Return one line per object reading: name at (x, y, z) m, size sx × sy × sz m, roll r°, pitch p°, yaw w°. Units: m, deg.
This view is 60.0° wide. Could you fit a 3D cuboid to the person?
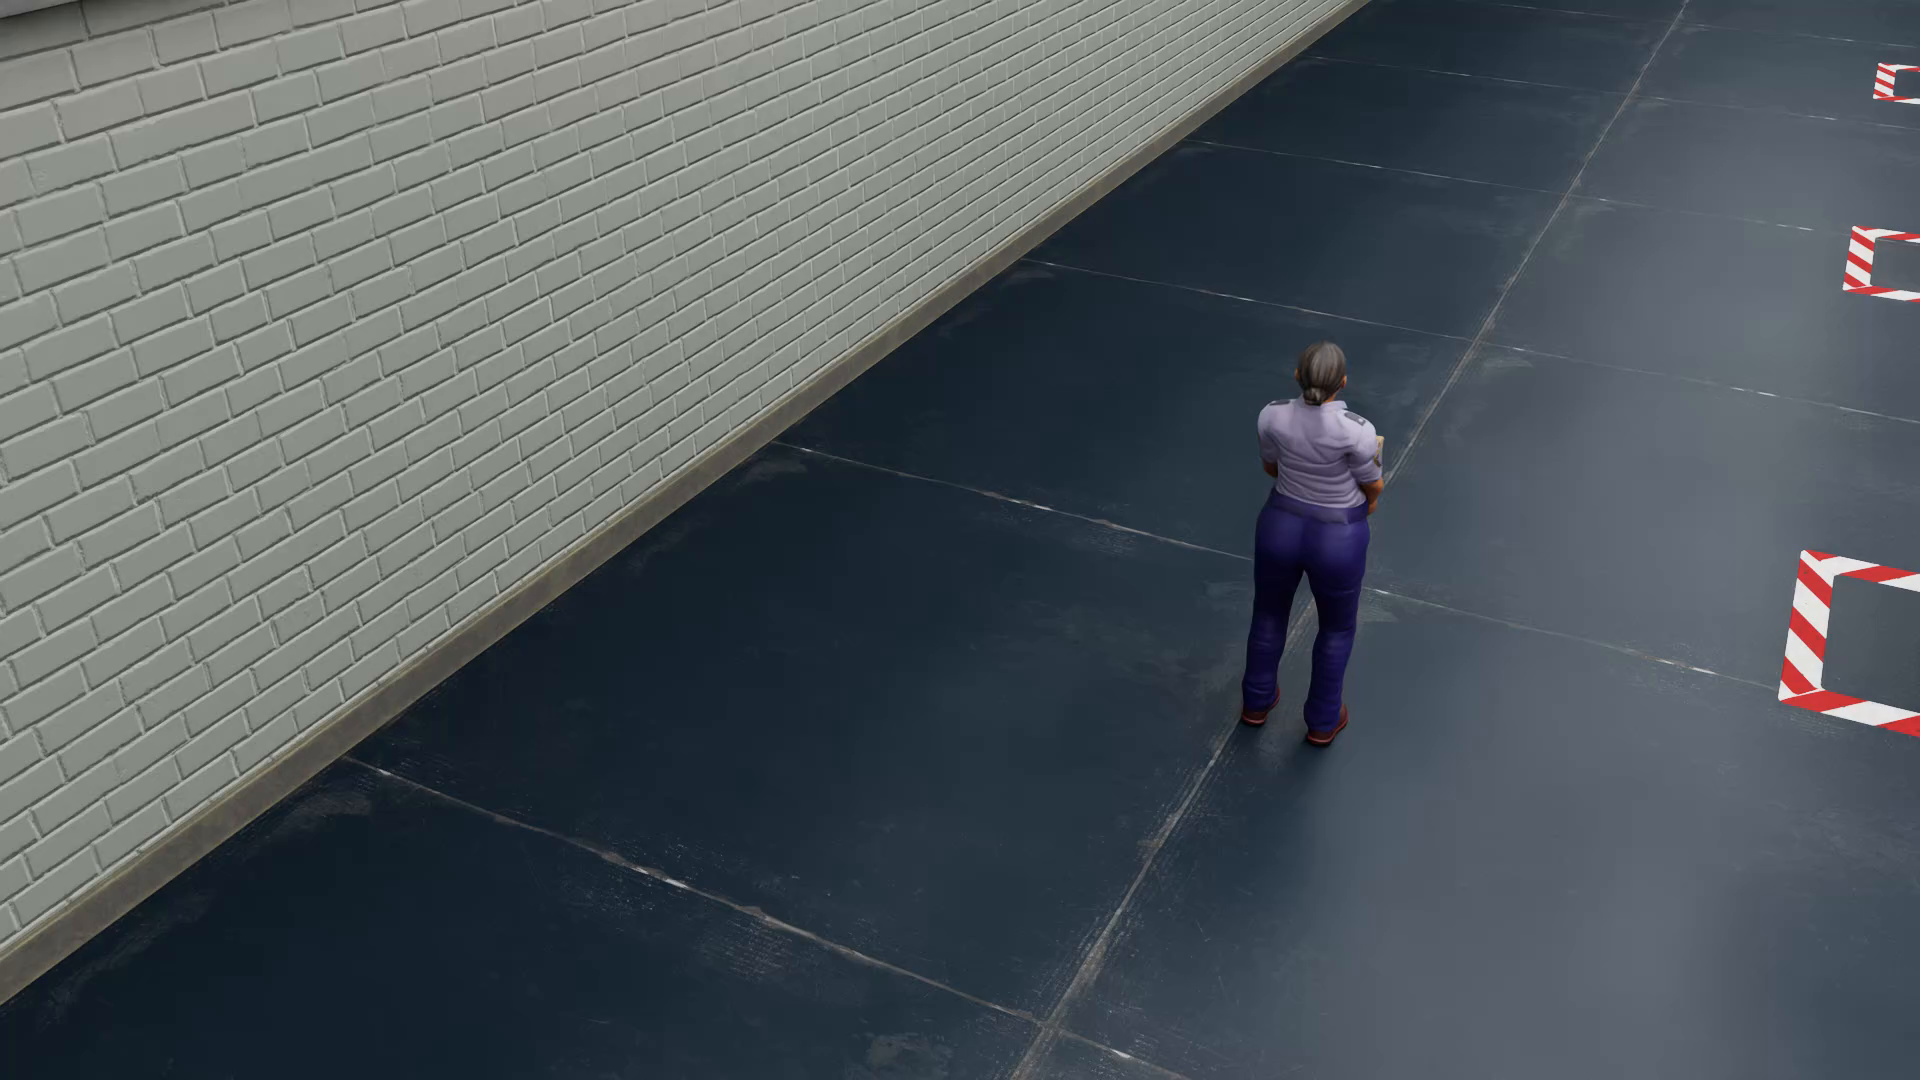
person at (1.329, -0.031, 6.209) m, size 0.452 × 1.635 × 0.524 m, roll 15°, pitch 33°, yaw 24°
